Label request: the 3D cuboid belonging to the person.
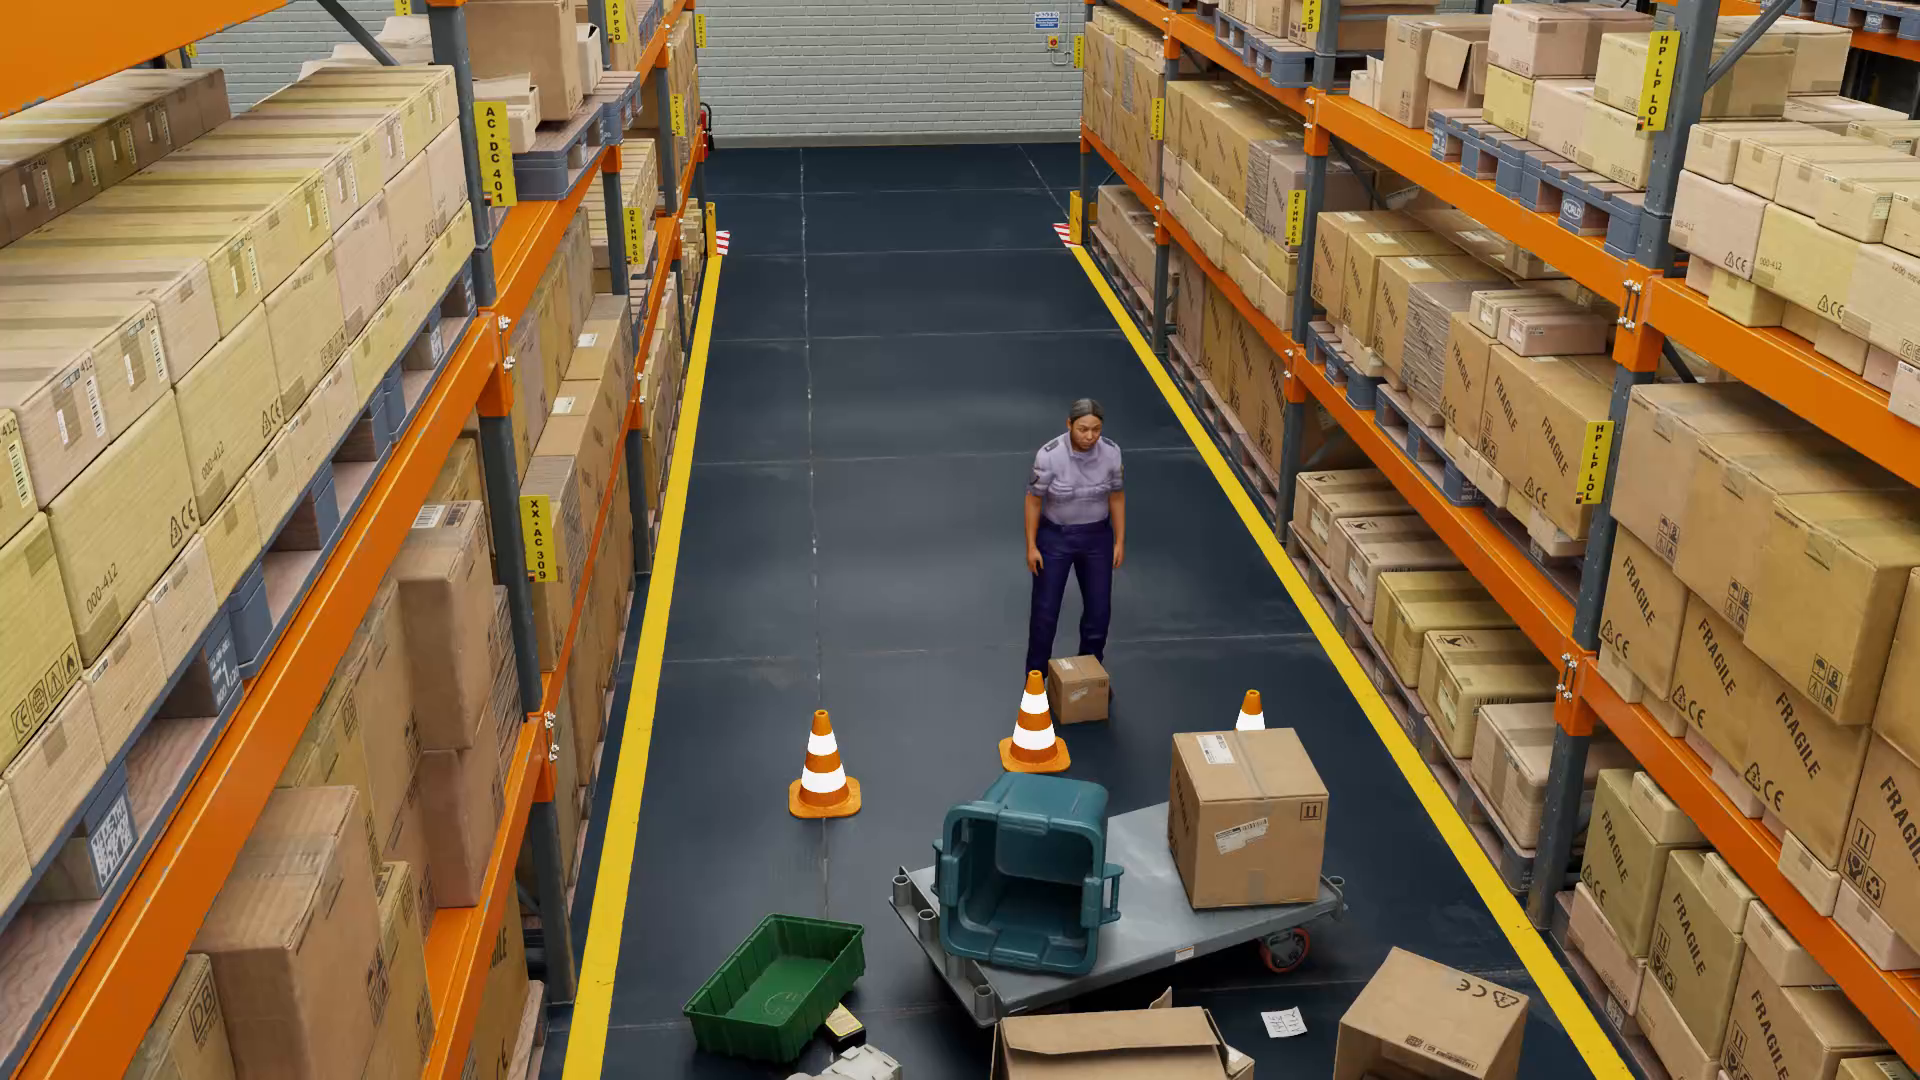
[{"bbox_3d":[0.580,0.035,8.531,0.549,1.651,0.367,-4,24,-9],"label":"person"}]
